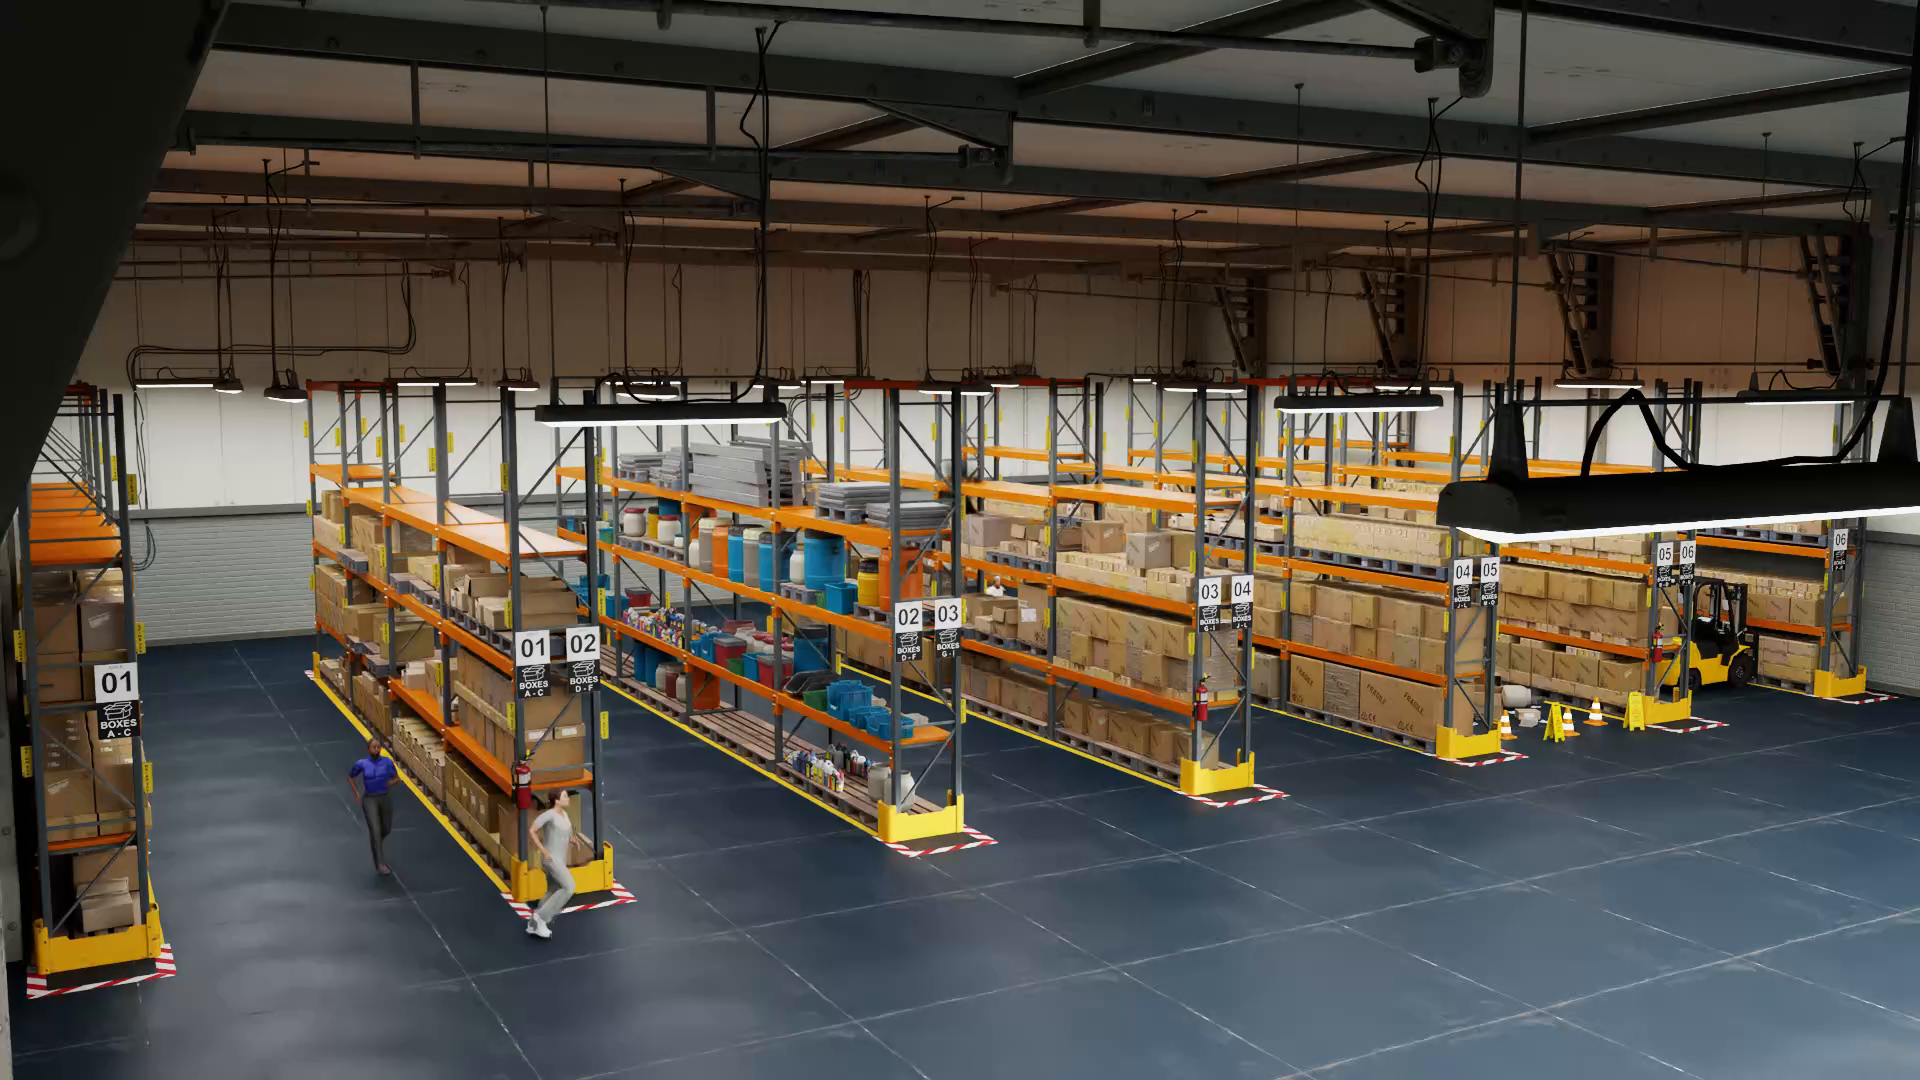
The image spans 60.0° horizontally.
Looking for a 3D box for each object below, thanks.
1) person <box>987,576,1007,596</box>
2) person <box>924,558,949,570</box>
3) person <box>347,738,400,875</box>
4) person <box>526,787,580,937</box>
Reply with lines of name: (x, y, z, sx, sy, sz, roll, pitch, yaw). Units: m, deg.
person: (0.850, 1.616, 36.728, 0.637, 1.663, 0.637, -3, 7, -27)
person: (-0.682, 1.069, 41.440, 0.672, 1.778, 0.711, -6, 8, -43)
person: (-7.320, 3.286, 20.842, 0.583, 1.632, 0.924, -4, 7, -35)
person: (-4.501, 3.552, 18.485, 0.587, 1.615, 0.606, 1, 6, 6)
